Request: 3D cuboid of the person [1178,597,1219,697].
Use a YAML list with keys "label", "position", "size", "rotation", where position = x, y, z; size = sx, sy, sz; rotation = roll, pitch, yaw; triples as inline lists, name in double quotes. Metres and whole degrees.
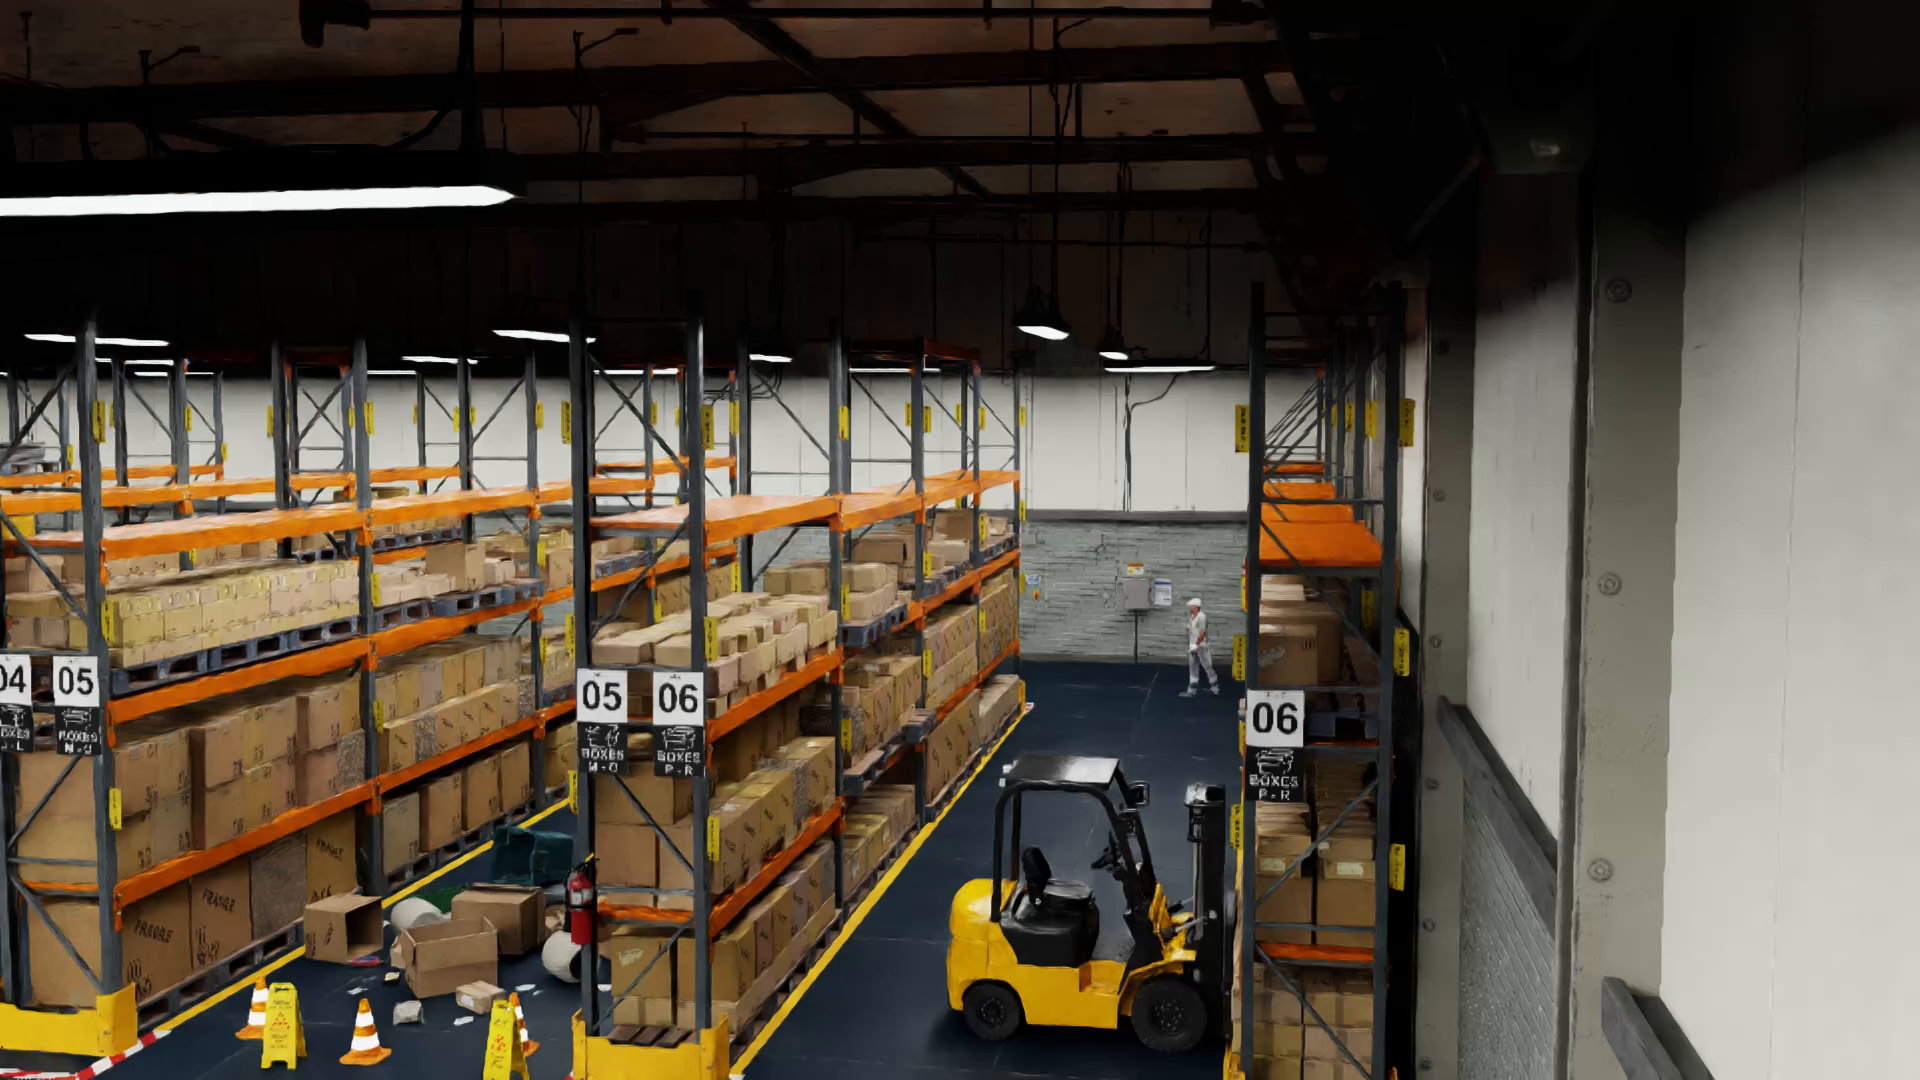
- label: "person"
  position: [4.259, 1.908, 29.537]
  size: [0.713, 1.785, 0.555]
  rotation: [-2, 5, -20]
